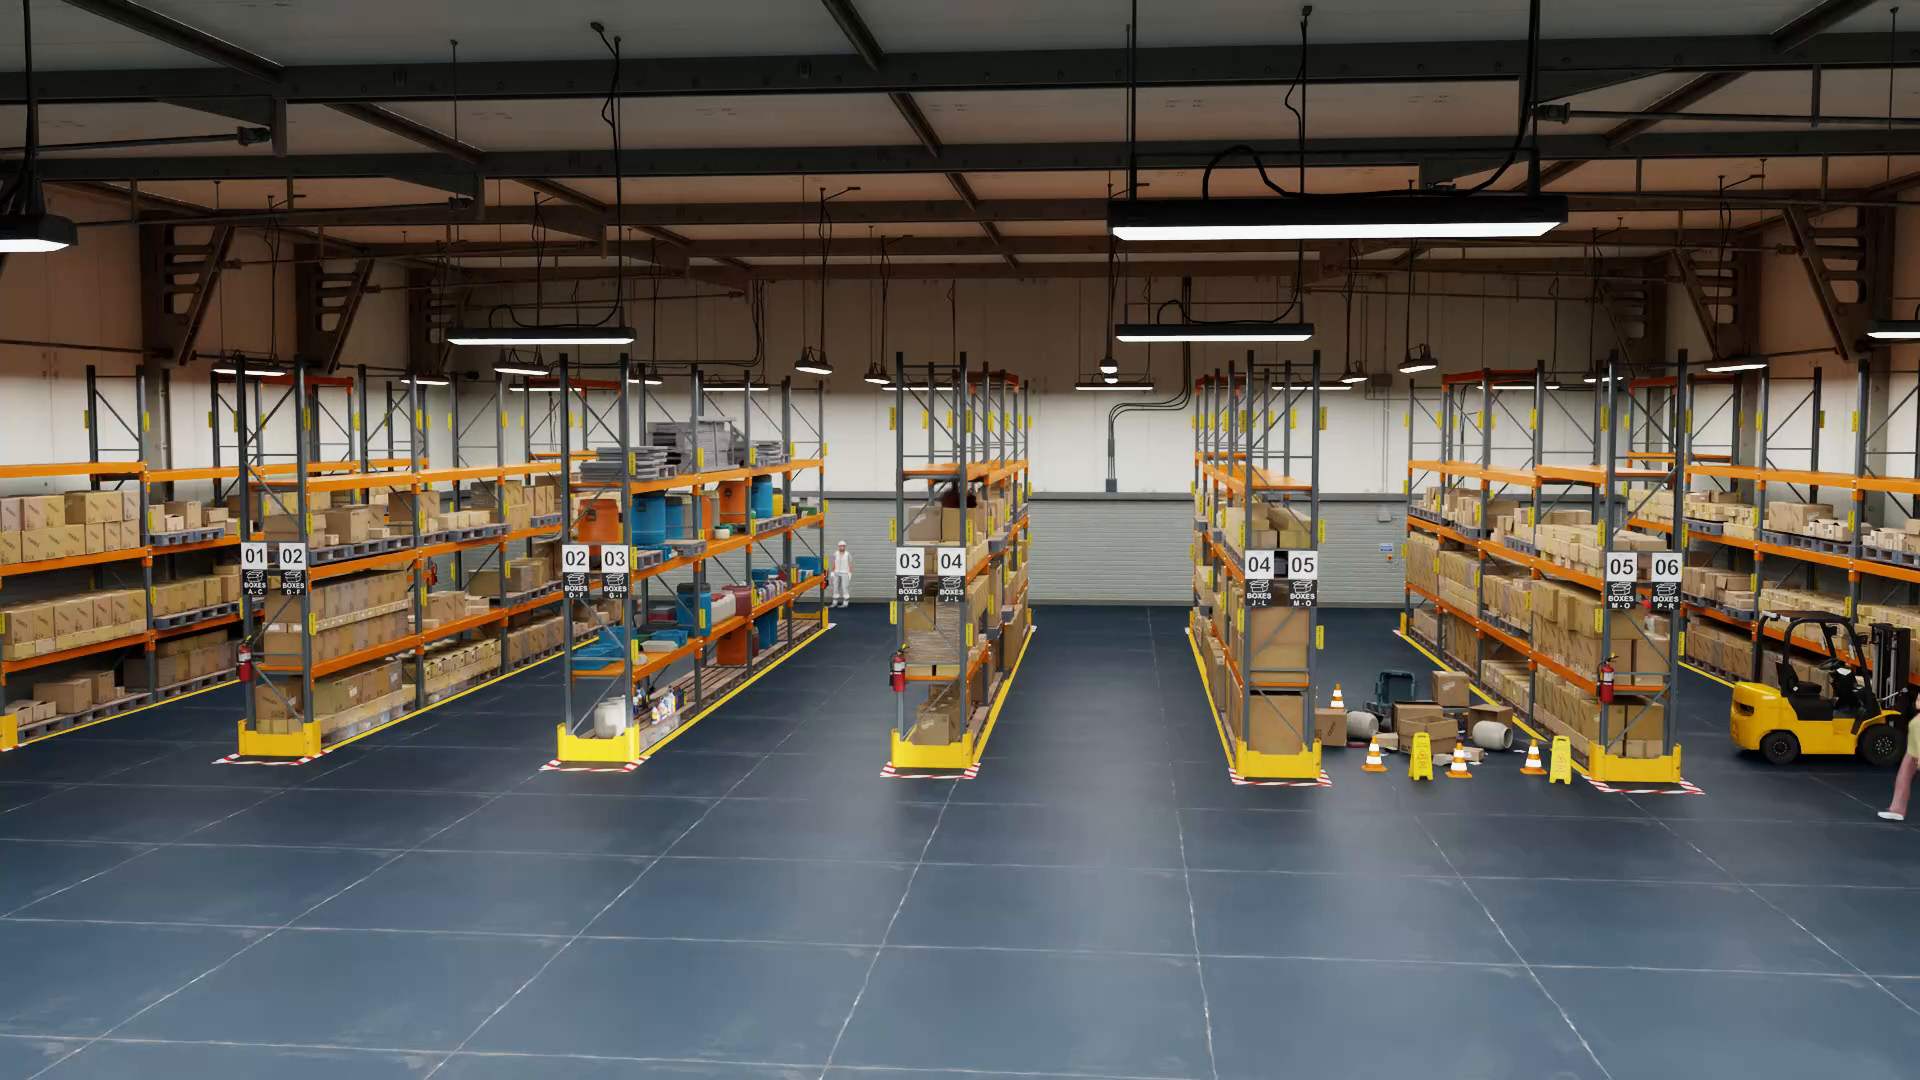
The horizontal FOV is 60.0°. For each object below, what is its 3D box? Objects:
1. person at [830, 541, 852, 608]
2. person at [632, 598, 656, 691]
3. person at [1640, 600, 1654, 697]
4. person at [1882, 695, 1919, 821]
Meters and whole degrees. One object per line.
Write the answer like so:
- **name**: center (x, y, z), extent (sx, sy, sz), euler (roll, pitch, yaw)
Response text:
- **person**: center (-3.192, 0.922, 44.776), extent (0.559, 1.799, 0.388), euler (1, 4, 18)
- **person**: center (-5.854, 1.938, 30.860), extent (0.446, 1.718, 0.585), euler (1, 4, 8)
- **person**: center (12.319, 1.986, 30.050), extent (0.404, 1.785, 0.686), euler (2, 4, 25)
- **person**: center (12.068, 2.704, 20.805), extent (0.894, 1.647, 0.452), euler (-1, 4, -16)
